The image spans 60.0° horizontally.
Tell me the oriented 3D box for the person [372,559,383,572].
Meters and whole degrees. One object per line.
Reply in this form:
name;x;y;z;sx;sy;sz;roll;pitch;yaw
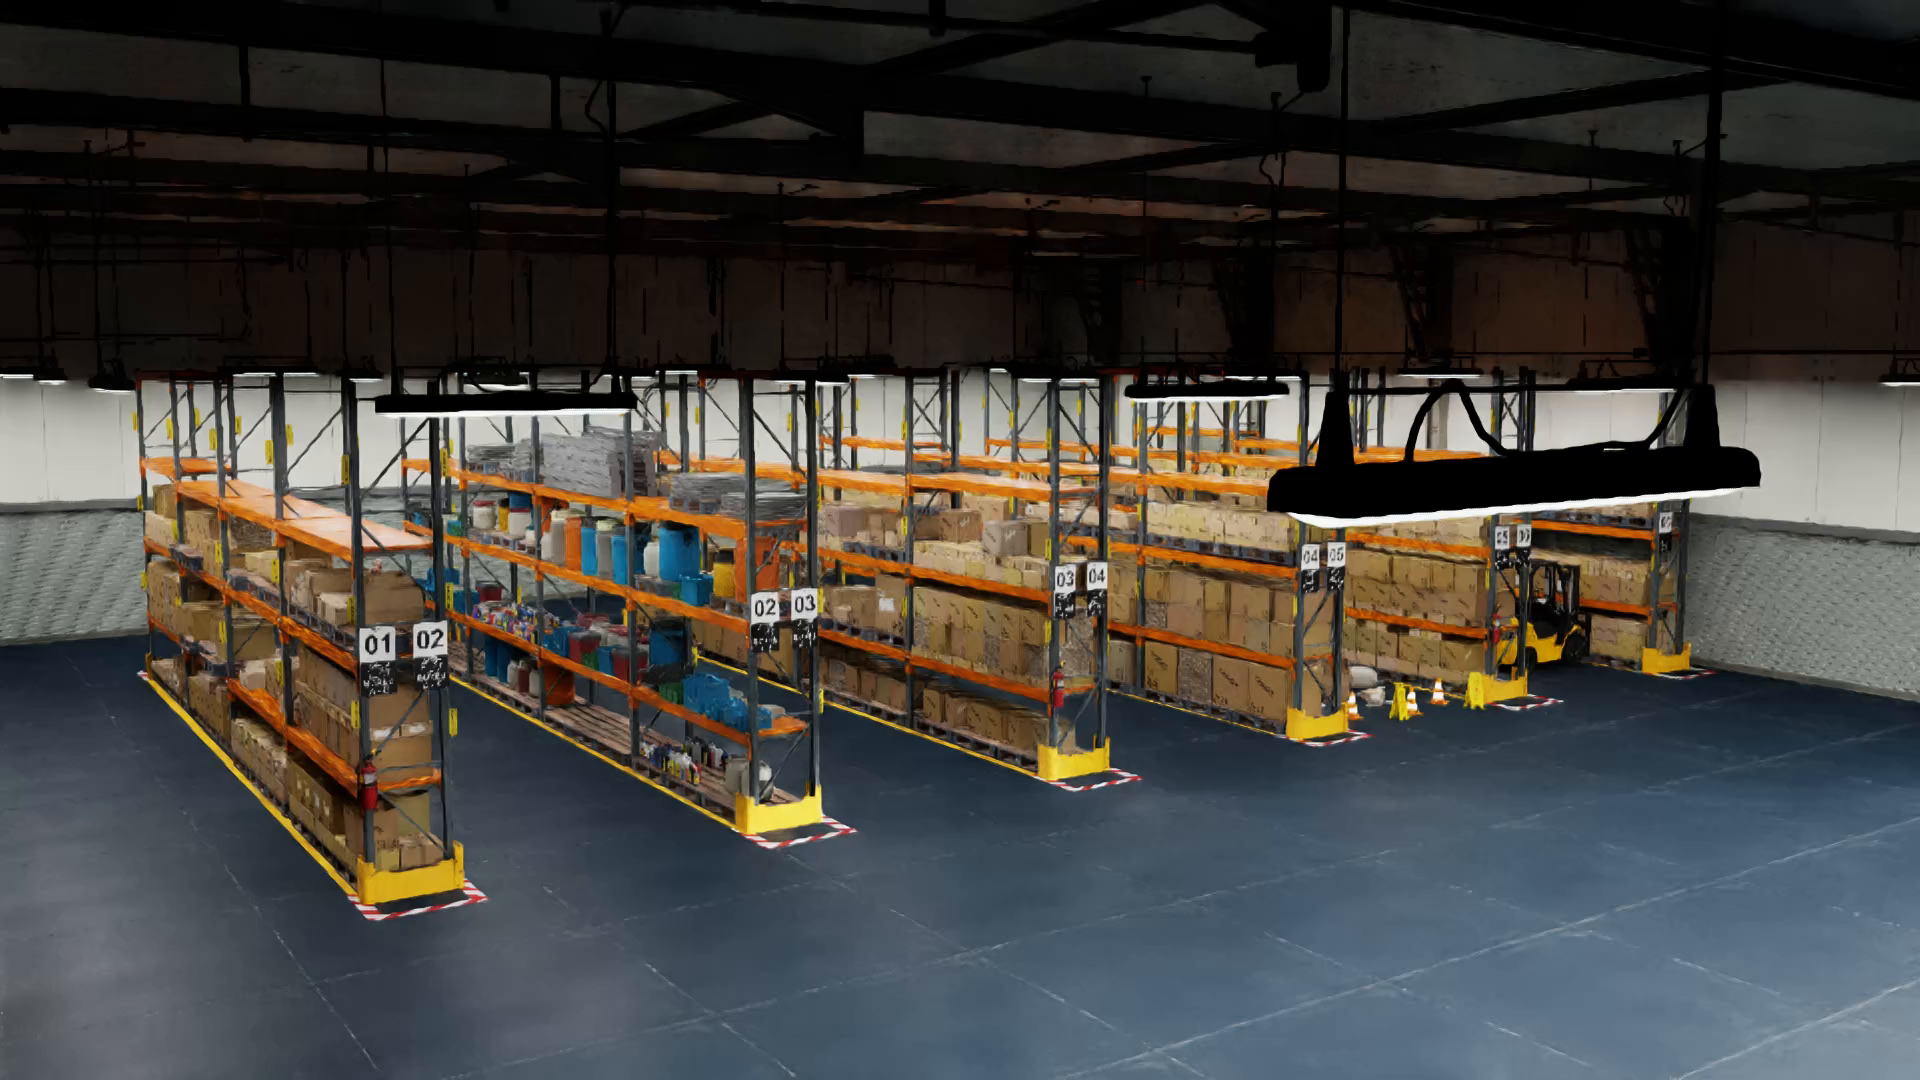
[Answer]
person;-12.983;1.306;36.728;0.548;1.767;0.760;2;7;17
